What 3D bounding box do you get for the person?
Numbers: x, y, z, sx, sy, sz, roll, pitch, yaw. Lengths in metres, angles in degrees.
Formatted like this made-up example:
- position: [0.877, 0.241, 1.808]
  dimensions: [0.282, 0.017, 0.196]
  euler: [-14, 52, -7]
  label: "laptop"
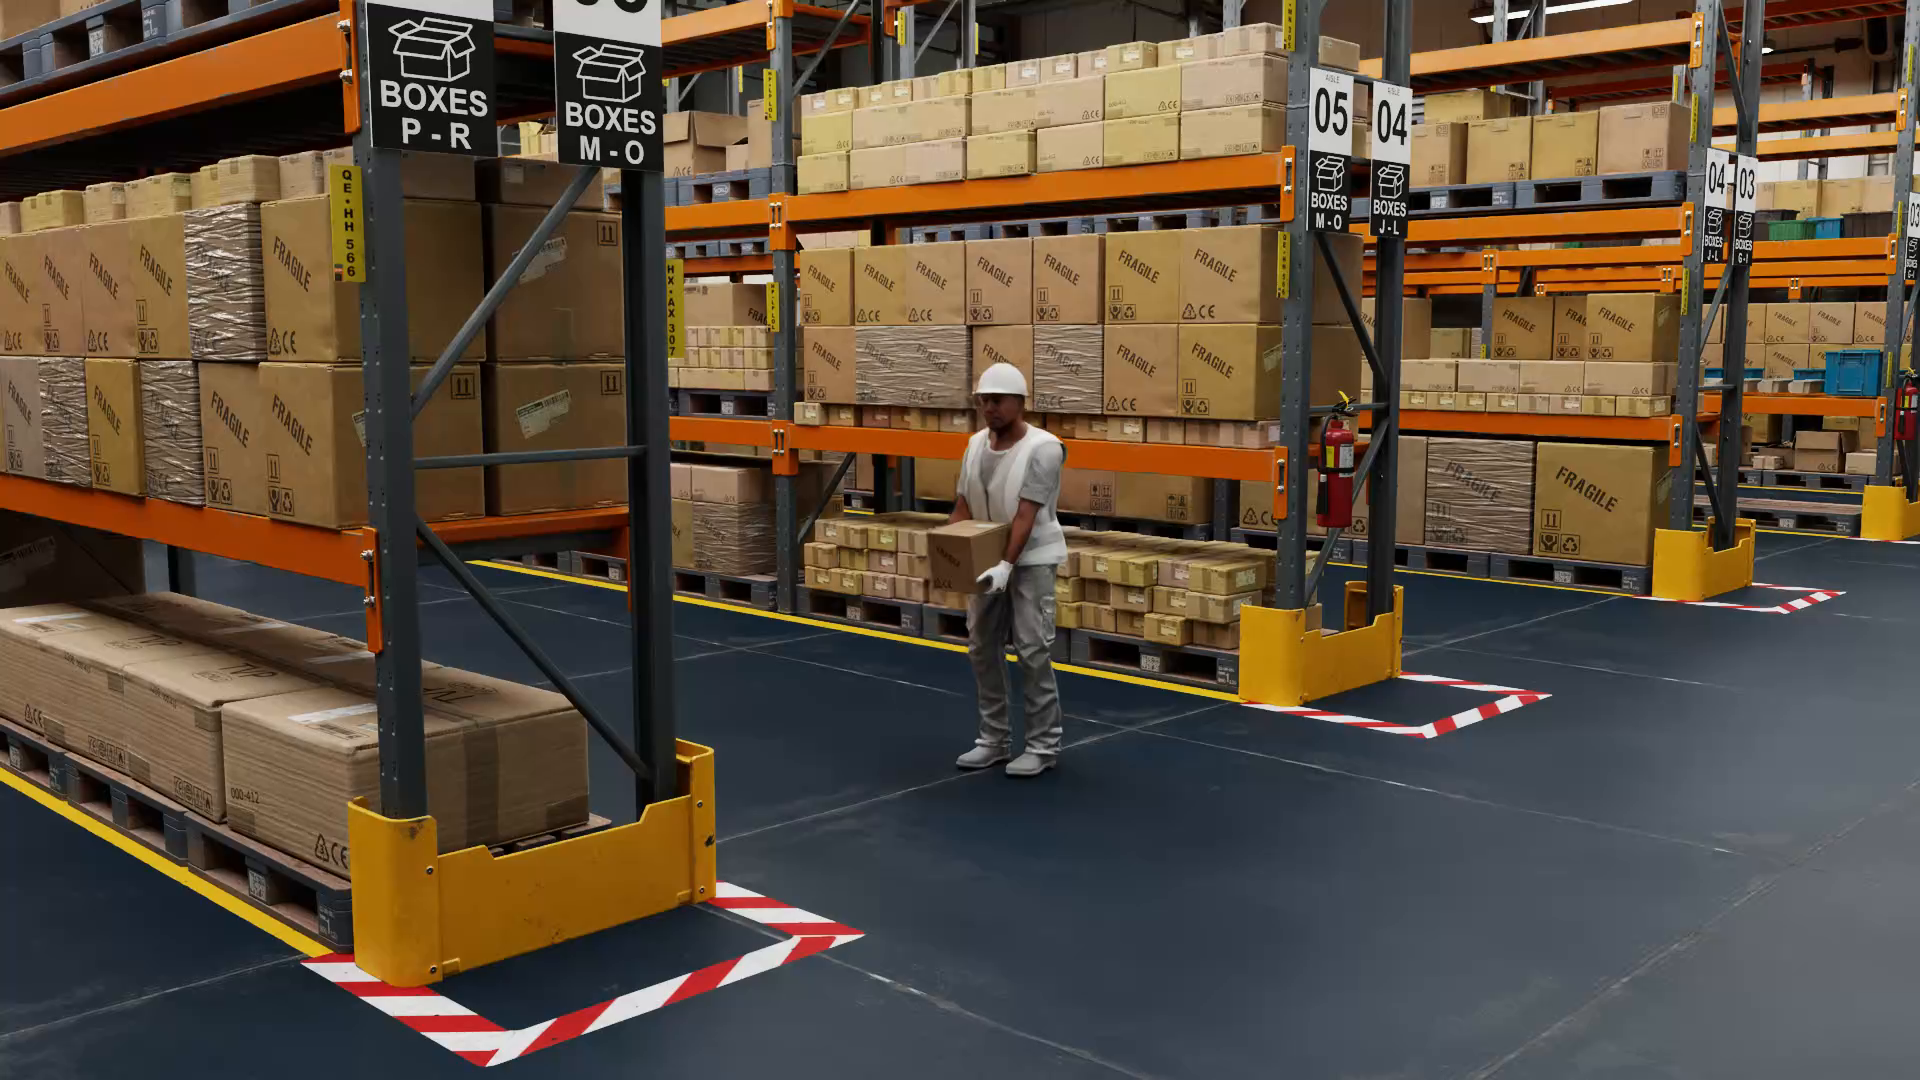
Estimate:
- position: [0.185, 0.128, 7.169]
  dimensions: [0.490, 1.770, 0.597]
  euler: [6, 9, 42]
  label: "person"
